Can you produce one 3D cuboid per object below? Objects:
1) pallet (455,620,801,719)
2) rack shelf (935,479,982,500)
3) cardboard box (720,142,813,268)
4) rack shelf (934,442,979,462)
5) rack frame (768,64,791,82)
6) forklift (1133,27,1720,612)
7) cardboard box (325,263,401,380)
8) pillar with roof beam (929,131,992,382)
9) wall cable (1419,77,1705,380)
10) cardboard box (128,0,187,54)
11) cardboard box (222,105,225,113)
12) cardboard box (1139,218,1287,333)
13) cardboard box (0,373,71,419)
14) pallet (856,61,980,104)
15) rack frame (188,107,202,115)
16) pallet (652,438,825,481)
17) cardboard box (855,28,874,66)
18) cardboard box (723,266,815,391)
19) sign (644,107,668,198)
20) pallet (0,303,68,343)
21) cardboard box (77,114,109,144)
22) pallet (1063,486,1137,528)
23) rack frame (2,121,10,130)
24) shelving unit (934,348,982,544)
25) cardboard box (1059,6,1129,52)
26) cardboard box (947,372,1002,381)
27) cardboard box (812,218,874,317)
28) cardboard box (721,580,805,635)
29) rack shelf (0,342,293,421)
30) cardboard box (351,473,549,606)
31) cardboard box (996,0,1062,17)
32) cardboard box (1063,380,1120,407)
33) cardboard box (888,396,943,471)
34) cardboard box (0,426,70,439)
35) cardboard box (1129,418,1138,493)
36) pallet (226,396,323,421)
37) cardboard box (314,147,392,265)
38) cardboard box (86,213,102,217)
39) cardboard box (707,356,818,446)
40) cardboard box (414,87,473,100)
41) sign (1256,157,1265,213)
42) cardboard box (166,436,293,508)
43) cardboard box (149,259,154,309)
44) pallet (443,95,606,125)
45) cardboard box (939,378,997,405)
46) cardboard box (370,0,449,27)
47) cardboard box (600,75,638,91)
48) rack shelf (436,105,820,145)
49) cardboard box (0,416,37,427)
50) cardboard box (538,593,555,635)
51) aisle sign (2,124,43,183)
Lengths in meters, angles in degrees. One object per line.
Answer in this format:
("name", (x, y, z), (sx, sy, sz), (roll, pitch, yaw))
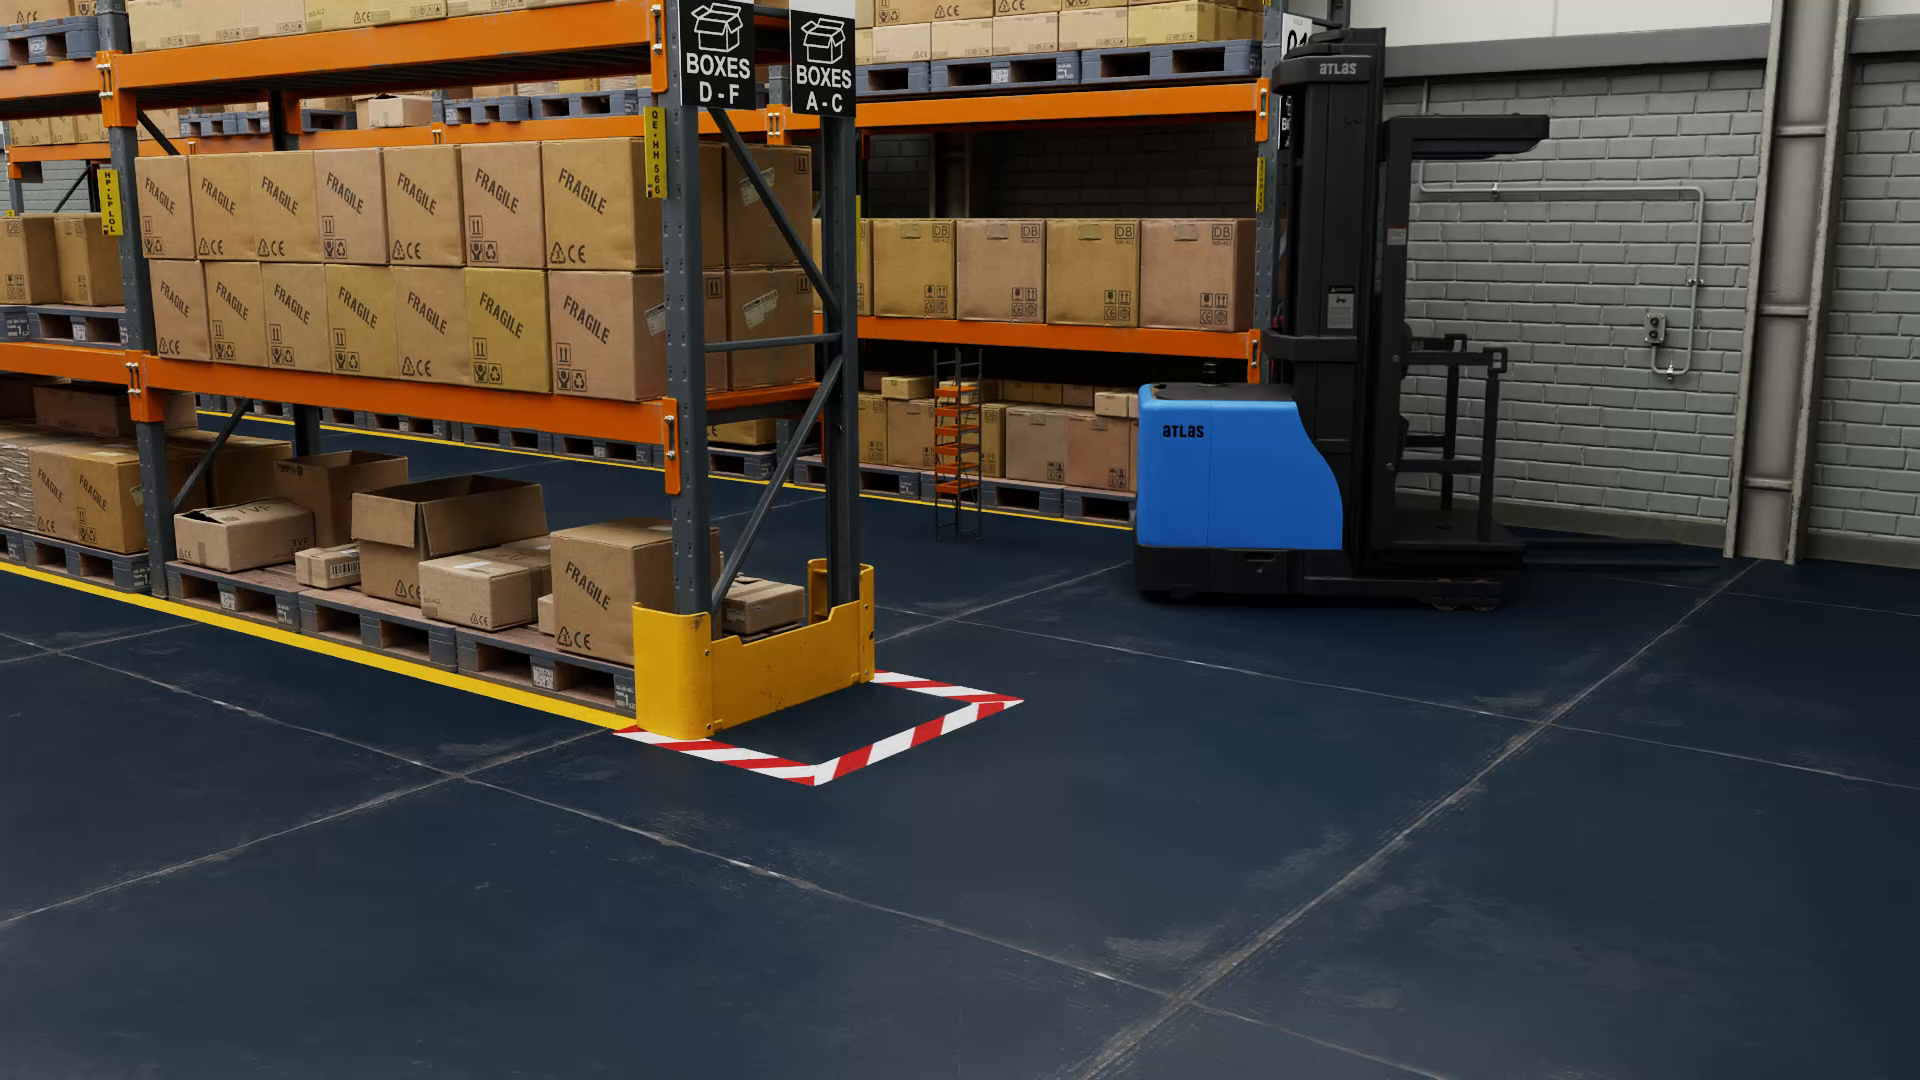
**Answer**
("pallet", (-1.480, 0.486, 7.462), (1.213, 0.211, 1.003), (8, 13, 36))
("rack shelf", (-0.012, -0.311, 10.478), (0.180, 0.103, 0.258), (8, 13, 36))
("cardboard box", (-0.977, -1.415, 7.053), (0.500, 0.500, 0.500), (8, 14, 37))
("rack shelf", (-0.012, -0.547, 10.433), (0.180, 0.103, 0.258), (8, 13, 36))
("rack frame", (-1.070, -4.939, 12.367), (0.127, 3.000, 1.000), (8, 13, 36))
("forklift", (2.481, -1.173, 8.876), (3.031, 2.935, 1.130), (1, 11, 5))
("cardboard box", (-2.523, -1.014, 7.612), (0.500, 0.500, 0.500), (8, 13, 35))
("pillar with roof beam", (-2.542, -4.334, 9.239), (0.400, 9.000, 9.100), (8, 13, 36))
("wall cable", (3.745, -2.044, 10.521), (1.851, 1.984, 0.084), (8, 13, 36))
("cardboard box", (-3.754, -2.541, 8.266), (0.500, 0.250, 0.500), (8, 13, 36))
("cardboard box", (-7.764, -4.518, 17.774), (0.500, 0.500, 0.500), (9, 14, 37))
("cardboard box", (1.737, -1.747, 10.873), (0.700, 0.700, 0.980), (9, 14, 38))
("cardboard box", (-6.283, -0.967, 11.077), (0.500, 0.250, 0.500), (9, 14, 38))
("pallet", (-0.417, -3.329, 12.177), (1.213, 0.211, 1.003), (8, 13, 36))
("rack frame", (-7.519, -5.838, 17.017), (0.127, 3.000, 1.000), (8, 13, 36))
("pallet", (-1.737, -0.700, 13.591), (1.213, 0.211, 1.003), (8, 13, 36))
("cardboard box", (-0.670, -3.530, 12.007), (0.500, 0.250, 0.500), (8, 13, 35))
("cardboard box", (-0.977, -0.924, 7.148), (0.500, 0.500, 0.500), (8, 14, 37))
("sign", (-1.120, -1.426, 6.123), (0.005, 0.325, 0.100), (8, 13, 36))
("pallet", (-5.653, -1.372, 10.231), (1.213, 0.211, 1.003), (8, 13, 36))
("cardboard box", (-9.344, -4.618, 18.289), (0.500, 0.500, 0.500), (9, 14, 39))
("pallet", (1.463, -0.253, 11.280), (1.213, 0.211, 1.003), (8, 13, 36))
("rack frame", (-10.743, -6.288, 19.341), (0.127, 3.000, 1.000), (8, 13, 36))
("shelving unit", (-0.012, -0.591, 10.424), (0.189, 1.200, 0.258), (8, 13, 36))
("cardboard box", (0.986, -3.298, 10.810), (0.500, 0.250, 0.500), (7, 13, 33))
("cardboard box", (0.111, -1.149, 12.342), (0.250, 0.149, 0.380), (7, 13, 34))
("cardboard box", (-0.643, -2.077, 12.581), (0.700, 0.700, 0.980), (8, 14, 36))
("cardboard box", (-0.910, 0.299, 7.435), (0.250, 0.149, 0.380), (8, 13, 36))
("rack shelf", (-5.612, -1.106, 10.246), (4.000, 0.370, 1.077), (8, 13, 36))
("cardboard box", (-2.482, -0.015, 8.123), (0.637, 0.503, 0.797), (8, 13, 36))
("cardboard box", (0.580, -3.722, 11.027), (0.500, 0.500, 0.500), (7, 13, 33))
("cardboard box", (0.934, -1.035, 11.749), (0.250, 0.149, 0.380), (8, 14, 36))
("cardboard box", (-0.125, -0.816, 12.325), (0.500, 0.500, 0.700), (8, 13, 35))
("cardboard box", (-5.776, -0.405, 10.150), (0.500, 0.500, 0.500), (7, 13, 34))
("cardboard box", (1.530, -0.586, 11.138), (0.500, 0.500, 0.700), (8, 13, 36))
("pallet", (-6.890, -1.437, 17.400), (1.213, 0.211, 1.003), (8, 13, 36))
("cardboard box", (-2.539, -1.505, 7.516), (0.500, 0.500, 0.500), (8, 14, 37))
("cardboard box", (-9.307, -3.375, 18.446), (0.500, 0.500, 0.500), (8, 14, 37))
("cardboard box", (-1.671, -1.198, 13.376), (0.750, 0.750, 0.750), (8, 14, 36))
("cardboard box", (-4.739, -4.091, 15.566), (0.500, 0.500, 0.500), (8, 14, 36))
("sign", (1.821, -2.147, 10.059), (0.005, 0.325, 0.100), (8, 13, 36))
("cardboard box", (-4.245, -0.315, 9.685), (0.500, 0.500, 0.500), (7, 13, 33))
("cardboard box", (-4.249, -1.578, 9.418), (0.500, 0.500, 0.700), (3, 11, 16))
("pallet", (-3.744, -3.759, 14.663), (1.003, 0.211, 1.213), (9, 14, 38))
("cardboard box", (0.060, -1.066, 11.911), (0.250, 0.149, 0.380), (7, 13, 34))
("cardboard box", (-2.153, -2.314, 7.089), (0.500, 0.250, 0.500), (8, 13, 36))
("cardboard box", (-2.567, -3.966, 13.814), (0.500, 0.500, 0.700), (8, 13, 35))
("rack shelf", (-2.683, -3.338, 13.883), (4.000, 0.370, 1.077), (8, 13, 36))
("cardboard box", (-5.914, -0.546, 10.877), (0.500, 0.500, 0.500), (7, 13, 34))
("cardboard box", (-1.633, 0.307, 7.346), (0.250, 0.166, 0.380), (8, 13, 36))
("aisle sign", (-10.978, -4.581, 19.468), (0.004, 0.787, 0.394), (8, 13, 36))
